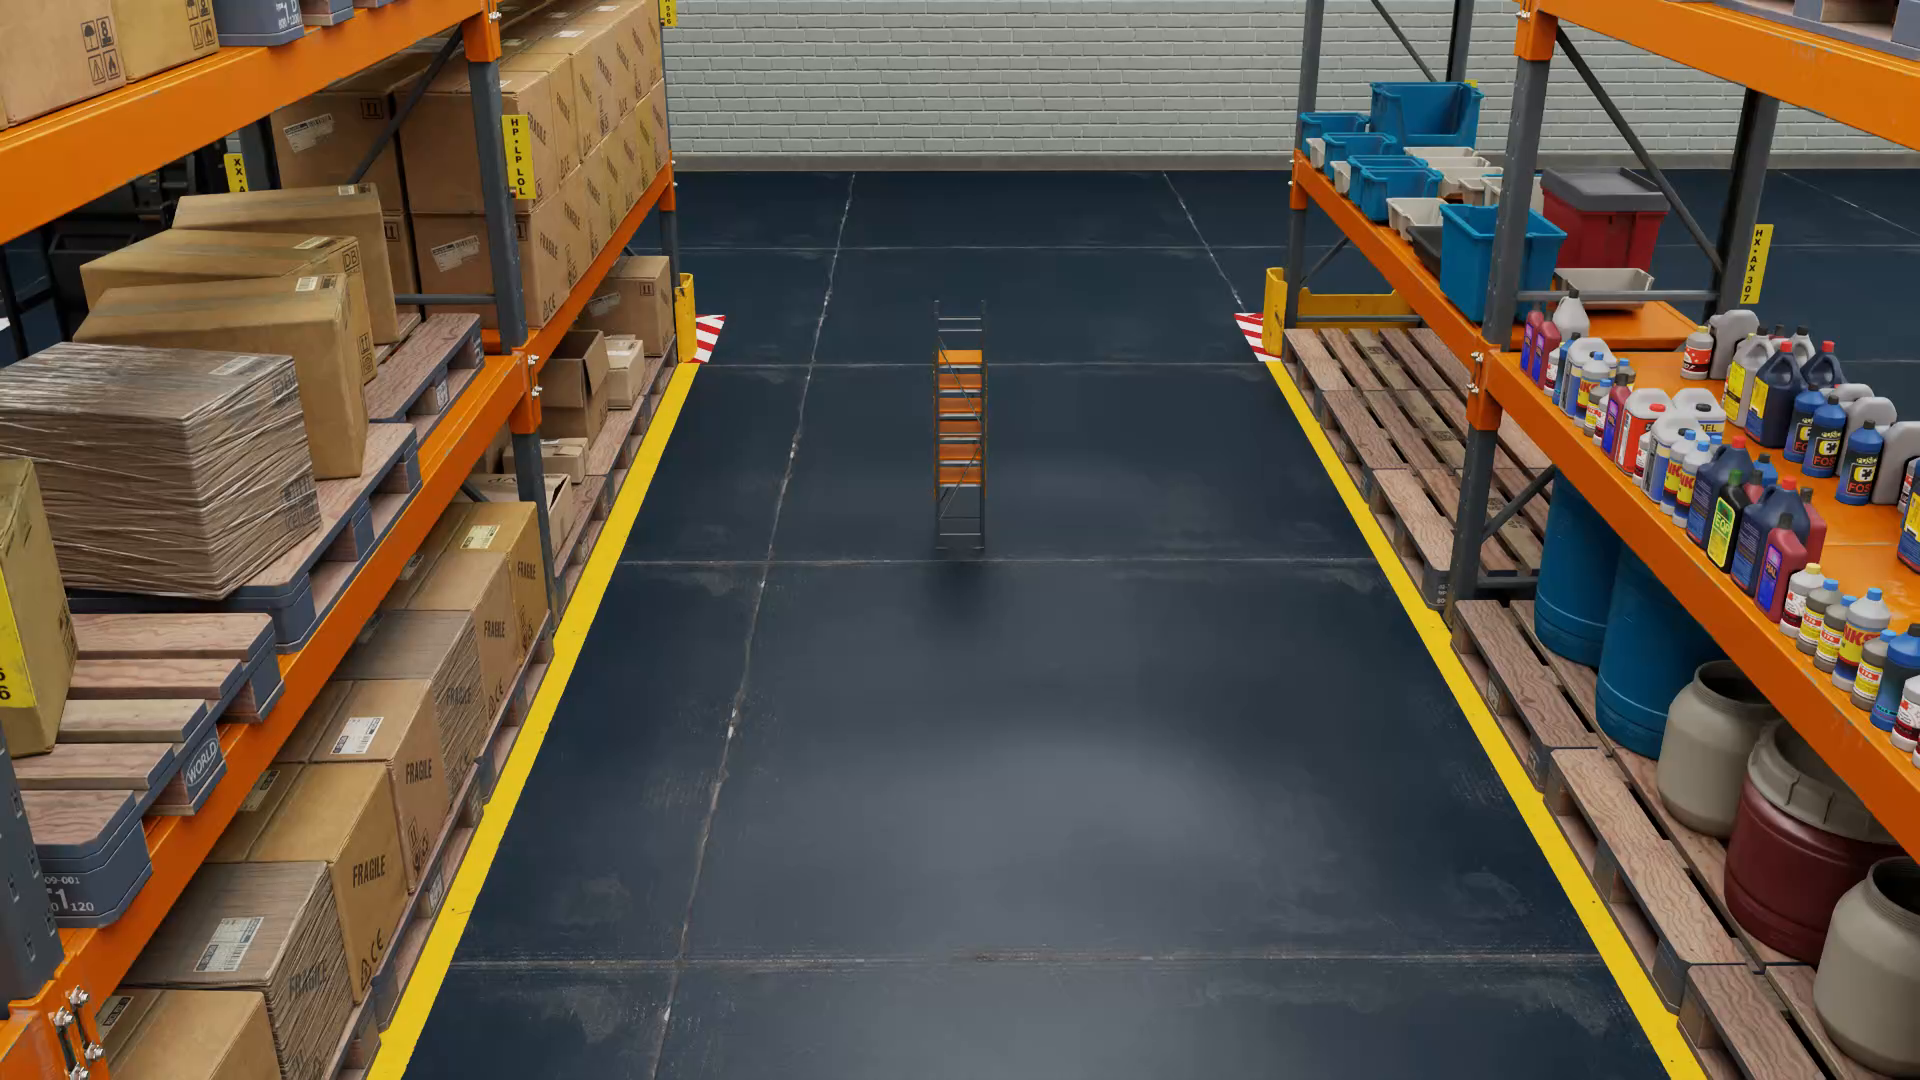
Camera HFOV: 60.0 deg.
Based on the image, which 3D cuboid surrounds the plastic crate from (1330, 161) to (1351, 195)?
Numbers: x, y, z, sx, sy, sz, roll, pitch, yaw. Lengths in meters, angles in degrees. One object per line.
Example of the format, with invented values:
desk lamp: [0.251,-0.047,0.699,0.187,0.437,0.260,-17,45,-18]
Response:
plastic crate: [2.226,-2.030,9.347,0.250,0.136,0.298,0,24,-1]

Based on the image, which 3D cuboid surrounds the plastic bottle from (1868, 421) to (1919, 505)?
plastic bottle: [3.009,-0.263,5.343,0.152,0.276,0.135,0,24,-1]

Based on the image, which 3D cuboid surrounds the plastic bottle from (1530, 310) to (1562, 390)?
plastic bottle: [2.247,-0.729,6.364,0.061,0.283,0.133,0,24,-1]

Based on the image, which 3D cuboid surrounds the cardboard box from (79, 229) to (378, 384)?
cardboard box: [-2.433,-0.727,5.587,0.700,0.500,0.500,4,25,8]

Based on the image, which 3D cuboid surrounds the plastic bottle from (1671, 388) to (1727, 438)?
plastic bottle: [2.454,-0.360,5.558,0.152,0.276,0.135,0,24,-1]

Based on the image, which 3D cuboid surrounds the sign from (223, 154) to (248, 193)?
sign: [-2.828,-1.358,6.563,0.100,0.325,0.005,0,24,-1]

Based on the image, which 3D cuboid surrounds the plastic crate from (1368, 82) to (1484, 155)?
plastic crate: [2.815,-2.545,10.121,0.616,0.435,0.499,0,24,-1]

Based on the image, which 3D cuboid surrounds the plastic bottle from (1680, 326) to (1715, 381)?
plastic bottle: [2.871,-0.731,6.466,0.097,0.201,0.097,0,24,0]

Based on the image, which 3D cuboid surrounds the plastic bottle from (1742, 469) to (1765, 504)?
plastic bottle: [2.326,-0.056,4.875,0.061,0.283,0.133,0,24,-1]

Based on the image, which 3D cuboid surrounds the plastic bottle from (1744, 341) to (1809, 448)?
plastic bottle: [2.863,-0.514,5.806,0.144,0.351,0.185,0,24,-1]

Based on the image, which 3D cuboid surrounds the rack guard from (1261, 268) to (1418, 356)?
rack guard: [2.611,-1.509,10.981,1.175,0.500,0.348,0,24,-1]

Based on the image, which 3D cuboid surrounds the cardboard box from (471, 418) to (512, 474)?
cardboard box: [-2.583,-0.487,8.417,0.500,0.311,0.500,0,24,-1]

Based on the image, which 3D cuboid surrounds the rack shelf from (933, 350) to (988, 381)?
rack shelf: [0.000,-0.828,7.860,0.258,0.103,0.180,0,24,-1]

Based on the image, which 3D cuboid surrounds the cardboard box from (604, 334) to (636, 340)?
cardboard box: [-2.162,-1.137,10.028,0.380,0.166,0.250,0,24,-1]

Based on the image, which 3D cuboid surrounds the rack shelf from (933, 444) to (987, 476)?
rack shelf: [0.000,-0.391,8.057,0.258,0.103,0.180,0,24,-1]

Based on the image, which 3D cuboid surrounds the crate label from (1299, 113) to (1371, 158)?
crate label: [2.298,-2.486,10.238,0.416,0.233,0.303,0,24,-1]

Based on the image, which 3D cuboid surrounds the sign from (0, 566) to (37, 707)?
sign: [-1.686,0.147,2.879,0.100,0.325,0.005,0,24,-1]

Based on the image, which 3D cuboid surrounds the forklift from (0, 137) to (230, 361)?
forklift: [-4.759,-2.022,9.165,1.130,2.935,3.031,1,24,2]

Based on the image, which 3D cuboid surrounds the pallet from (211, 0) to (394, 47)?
pallet: [-2.334,-1.554,4.635,1.213,0.211,1.003,0,24,-1]

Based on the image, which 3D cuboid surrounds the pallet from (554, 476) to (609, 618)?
pallet: [-2.292,0.018,7.954,1.003,0.211,1.213,0,24,-1]

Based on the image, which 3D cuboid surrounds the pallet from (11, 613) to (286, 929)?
pallet: [-2.319,0.487,3.766,1.213,0.211,1.003,0,24,-1]

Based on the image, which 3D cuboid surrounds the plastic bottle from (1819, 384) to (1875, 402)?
plastic bottle: [3.005,-0.414,5.677,0.152,0.276,0.135,0,24,-1]

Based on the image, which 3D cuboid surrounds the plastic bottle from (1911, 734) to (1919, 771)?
plastic bottle: [2.295,0.441,3.876,0.097,0.201,0.097,0,24,0]

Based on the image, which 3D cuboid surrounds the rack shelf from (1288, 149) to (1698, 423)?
rack shelf: [2.646,-1.487,8.770,1.077,0.370,4.000,0,24,-1]

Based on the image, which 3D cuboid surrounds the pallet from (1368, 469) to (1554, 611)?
pallet: [2.621,-0.023,8.044,1.003,0.211,1.213,0,24,-1]

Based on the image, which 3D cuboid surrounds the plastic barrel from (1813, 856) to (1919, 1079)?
plastic barrel: [2.594,1.166,4.540,0.421,0.512,0.421,0,24,0]

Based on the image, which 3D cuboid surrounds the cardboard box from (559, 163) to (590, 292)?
cardboard box: [-2.027,-1.437,7.667,0.500,0.500,0.500,0,24,0]

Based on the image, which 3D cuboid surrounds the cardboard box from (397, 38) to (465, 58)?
cardboard box: [-2.563,-2.097,7.911,0.500,0.500,0.500,0,24,0]

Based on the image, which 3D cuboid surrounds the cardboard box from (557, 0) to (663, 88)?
cardboard box: [-2.049,-2.937,9.769,0.500,0.500,0.500,0,24,-1]

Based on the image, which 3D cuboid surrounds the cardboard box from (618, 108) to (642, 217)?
cardboard box: [-2.043,-2.061,9.045,0.500,0.500,0.500,0,24,0]

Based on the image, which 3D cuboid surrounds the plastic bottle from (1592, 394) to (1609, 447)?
plastic bottle: [2.272,-0.428,5.798,0.097,0.201,0.097,0,24,0]

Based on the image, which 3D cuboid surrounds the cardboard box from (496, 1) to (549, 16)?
cardboard box: [-2.574,-2.720,9.288,0.500,0.500,0.500,0,24,0]

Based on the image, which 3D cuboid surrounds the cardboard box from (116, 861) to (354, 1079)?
cardboard box: [-1.972,1.213,4.428,0.500,0.500,0.500,-1,24,-2]

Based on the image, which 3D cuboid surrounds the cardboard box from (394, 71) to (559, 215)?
cardboard box: [-2.009,-1.666,6.959,0.500,0.500,0.500,0,24,1]

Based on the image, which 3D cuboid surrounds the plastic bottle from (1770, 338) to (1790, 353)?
plastic bottle: [3.000,-0.622,6.136,0.152,0.276,0.135,0,24,-1]

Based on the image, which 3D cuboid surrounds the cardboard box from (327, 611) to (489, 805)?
cardboard box: [-1.991,0.581,5.824,0.500,0.500,0.500,0,24,0]

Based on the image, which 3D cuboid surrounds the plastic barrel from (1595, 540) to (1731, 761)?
plastic barrel: [2.665,0.290,6.004,0.600,0.901,0.708,0,24,-1]

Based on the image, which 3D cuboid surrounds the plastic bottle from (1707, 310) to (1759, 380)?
plastic bottle: [2.996,-0.773,6.469,0.152,0.276,0.135,0,24,-1]

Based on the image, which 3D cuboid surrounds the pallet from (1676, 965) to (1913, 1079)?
pallet: [2.661,1.604,4.448,1.003,0.211,1.213,0,24,-1]

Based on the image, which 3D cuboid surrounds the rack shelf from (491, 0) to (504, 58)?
rack shelf: [-2.307,-2.833,8.106,1.077,0.370,4.000,0,24,-1]

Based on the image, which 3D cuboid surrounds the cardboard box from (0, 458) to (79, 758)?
cardboard box: [-2.361,0.183,3.575,0.700,0.500,0.500,-9,26,-18]

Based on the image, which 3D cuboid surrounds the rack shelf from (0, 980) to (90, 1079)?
rack shelf: [-2.220,1.831,1.435,1.077,0.370,4.000,0,24,-1]

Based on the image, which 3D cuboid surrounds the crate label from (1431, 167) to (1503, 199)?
crate label: [2.831,-1.976,9.227,0.396,0.136,0.243,0,24,-1]

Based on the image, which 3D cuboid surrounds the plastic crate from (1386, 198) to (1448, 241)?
plastic crate: [2.348,-1.614,8.425,0.293,0.136,0.466,0,24,-1]

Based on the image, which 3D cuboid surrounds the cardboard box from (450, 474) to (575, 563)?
cardboard box: [-2.073,-0.119,7.602,0.500,0.311,0.500,0,24,-1]

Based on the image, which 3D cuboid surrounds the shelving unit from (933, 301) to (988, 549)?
shelving unit: [0.000,-0.541,7.990,0.258,1.200,0.189,0,24,-1]

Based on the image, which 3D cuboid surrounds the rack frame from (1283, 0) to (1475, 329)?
rack frame: [2.624,-2.639,10.444,1.000,3.000,0.127,0,24,-1]

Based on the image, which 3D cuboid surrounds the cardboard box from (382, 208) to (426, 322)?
cardboard box: [-2.547,-1.220,7.186,0.500,0.500,0.500,0,24,0]

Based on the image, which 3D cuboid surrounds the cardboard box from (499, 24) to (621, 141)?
cardboard box: [-2.027,-2.303,8.368,0.500,0.500,0.500,0,24,1]

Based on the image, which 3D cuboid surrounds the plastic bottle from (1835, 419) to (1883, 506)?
plastic bottle: [2.885,-0.253,5.326,0.097,0.271,0.097,0,24,0]

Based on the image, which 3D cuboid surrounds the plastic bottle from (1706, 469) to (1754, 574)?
plastic bottle: [2.265,-0.056,4.875,0.061,0.283,0.133,0,24,-1]

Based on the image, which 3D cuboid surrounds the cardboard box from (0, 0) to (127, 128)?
cardboard box: [-2.285,-1.123,3.332,0.910,0.500,0.500,0,24,-1]

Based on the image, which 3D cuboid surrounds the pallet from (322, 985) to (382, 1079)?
pallet: [-2.212,1.641,4.365,1.003,0.211,1.213,0,24,-1]

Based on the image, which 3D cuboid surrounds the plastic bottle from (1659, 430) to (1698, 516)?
plastic bottle: [2.279,-0.214,5.240,0.097,0.271,0.097,0,24,0]

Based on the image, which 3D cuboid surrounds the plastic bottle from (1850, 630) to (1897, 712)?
plastic bottle: [2.292,0.321,4.142,0.097,0.201,0.097,0,24,0]

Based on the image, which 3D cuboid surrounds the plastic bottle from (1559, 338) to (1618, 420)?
plastic bottle: [2.296,-0.591,6.066,0.152,0.276,0.135,0,24,-1]

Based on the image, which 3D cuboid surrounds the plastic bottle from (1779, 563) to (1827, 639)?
plastic bottle: [2.288,0.160,4.497,0.097,0.201,0.097,0,24,0]

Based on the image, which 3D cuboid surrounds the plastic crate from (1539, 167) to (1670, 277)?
plastic crate: [2.909,-1.416,7.590,0.402,0.464,0.583,0,24,-1]
